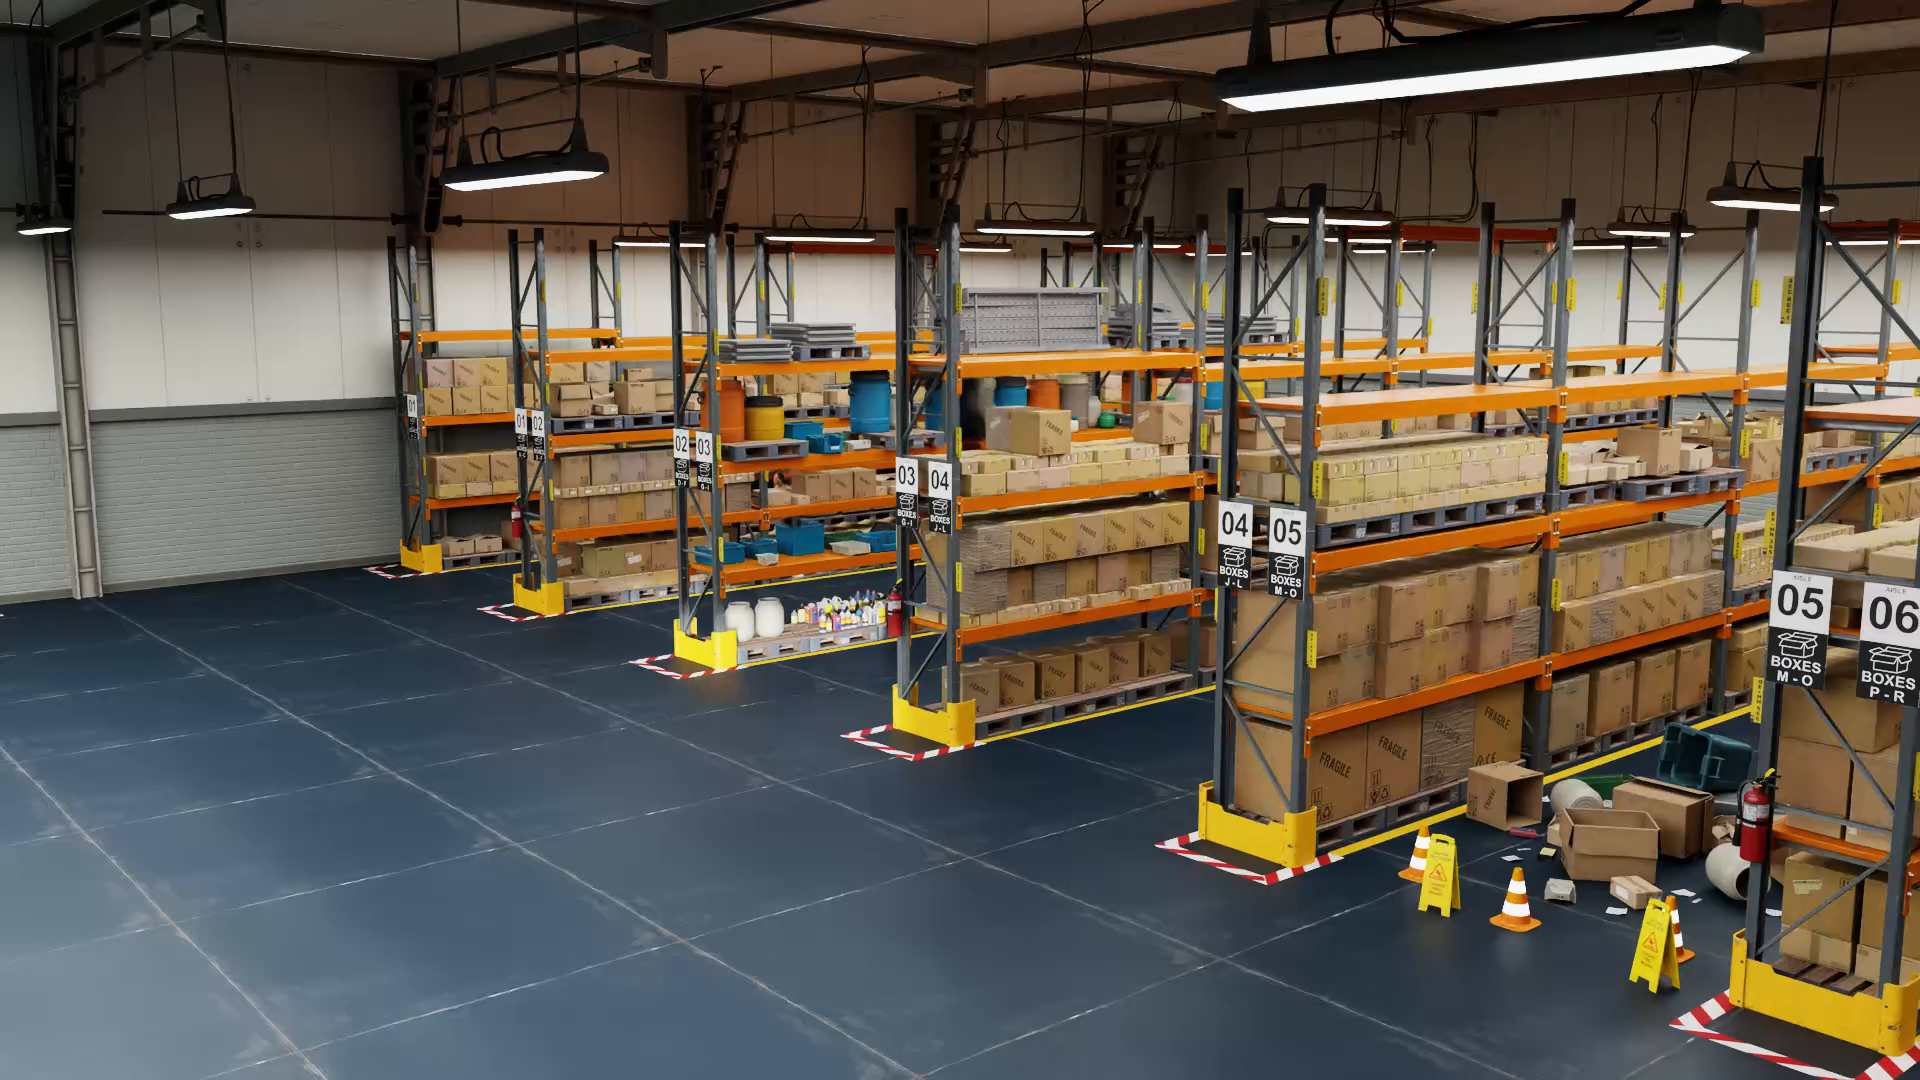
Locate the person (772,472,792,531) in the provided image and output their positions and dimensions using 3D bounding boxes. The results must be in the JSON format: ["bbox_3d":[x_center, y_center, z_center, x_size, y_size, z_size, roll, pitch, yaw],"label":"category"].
[{"bbox_3d":[-3.340,-0.486,31.529,0.566,1.647,0.875,9,12,44],"label":"person"}]
